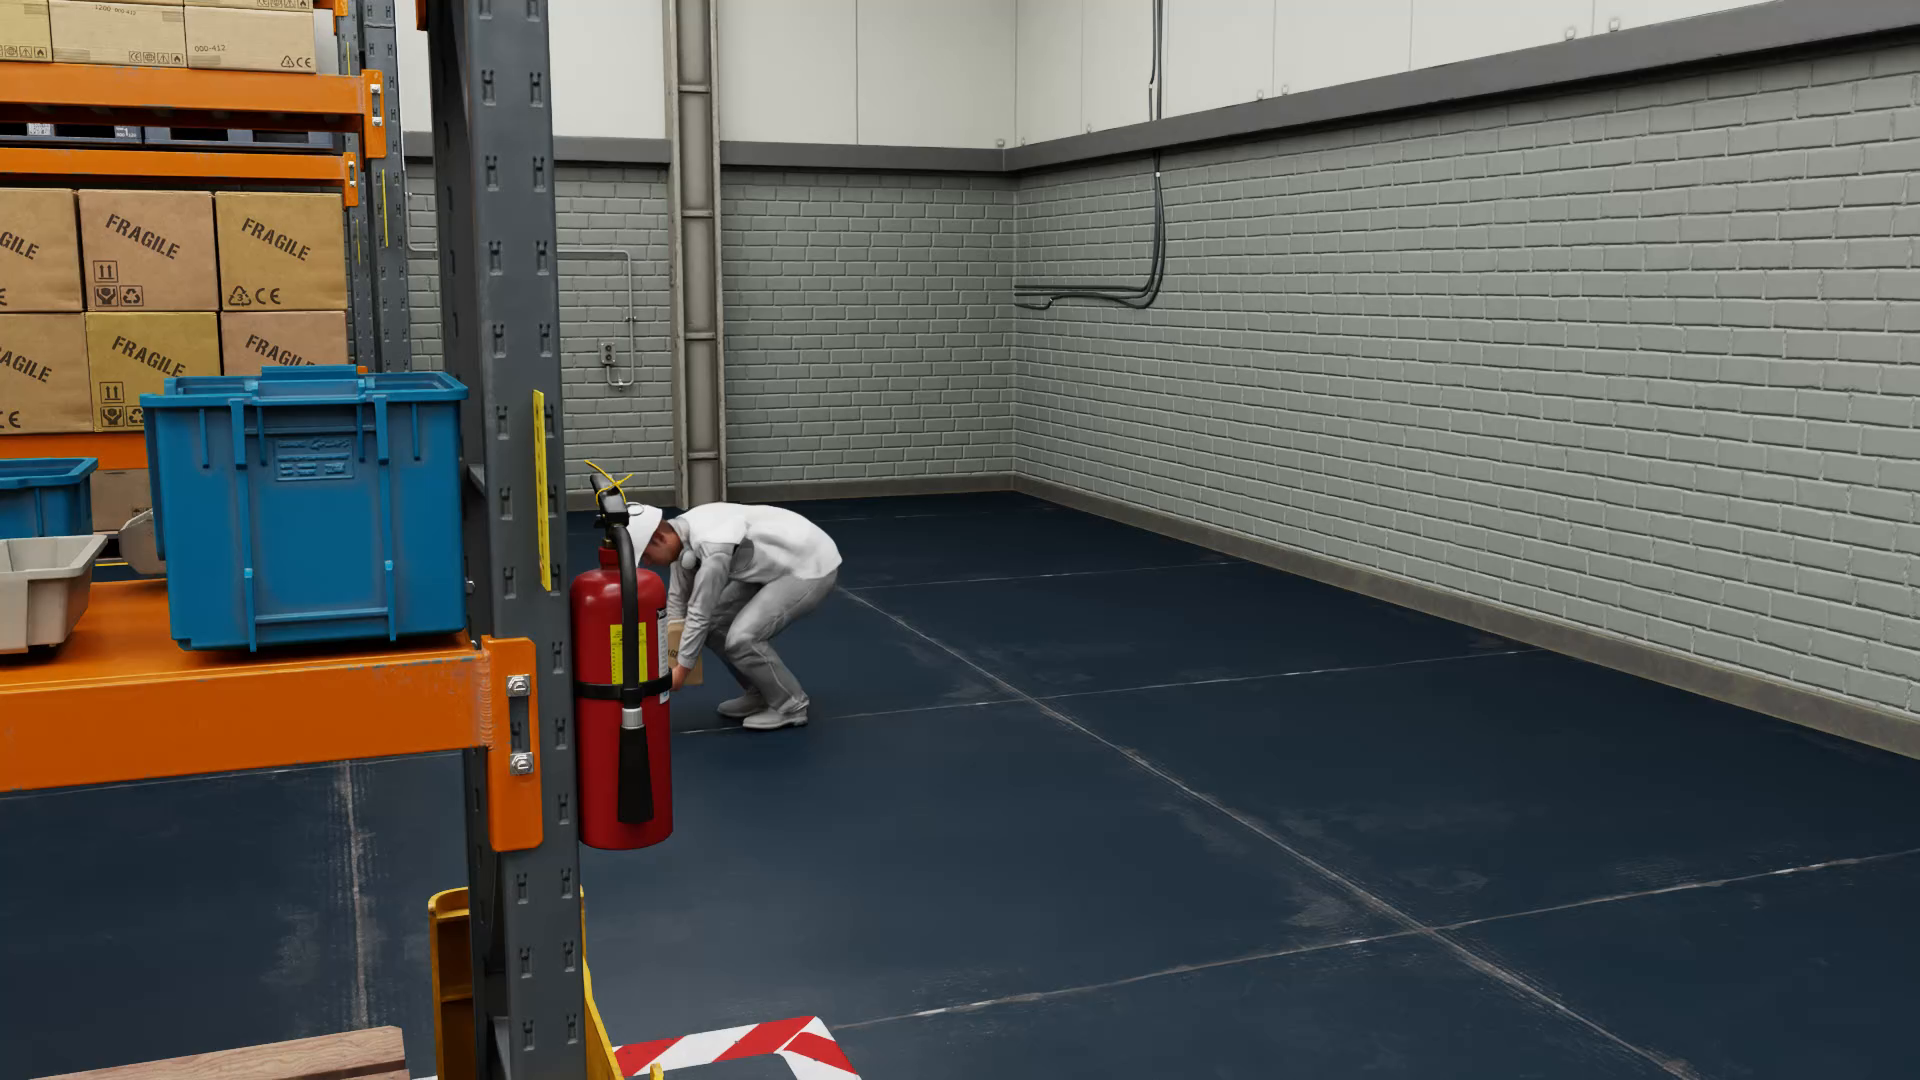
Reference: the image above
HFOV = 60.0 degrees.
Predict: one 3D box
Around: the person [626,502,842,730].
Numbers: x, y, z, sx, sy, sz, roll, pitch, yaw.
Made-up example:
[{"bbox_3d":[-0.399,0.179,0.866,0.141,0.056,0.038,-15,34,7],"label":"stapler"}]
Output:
[{"bbox_3d":[-1.009,0.319,7.256,0.988,0.996,0.513,-4,10,-23],"label":"person"}]
